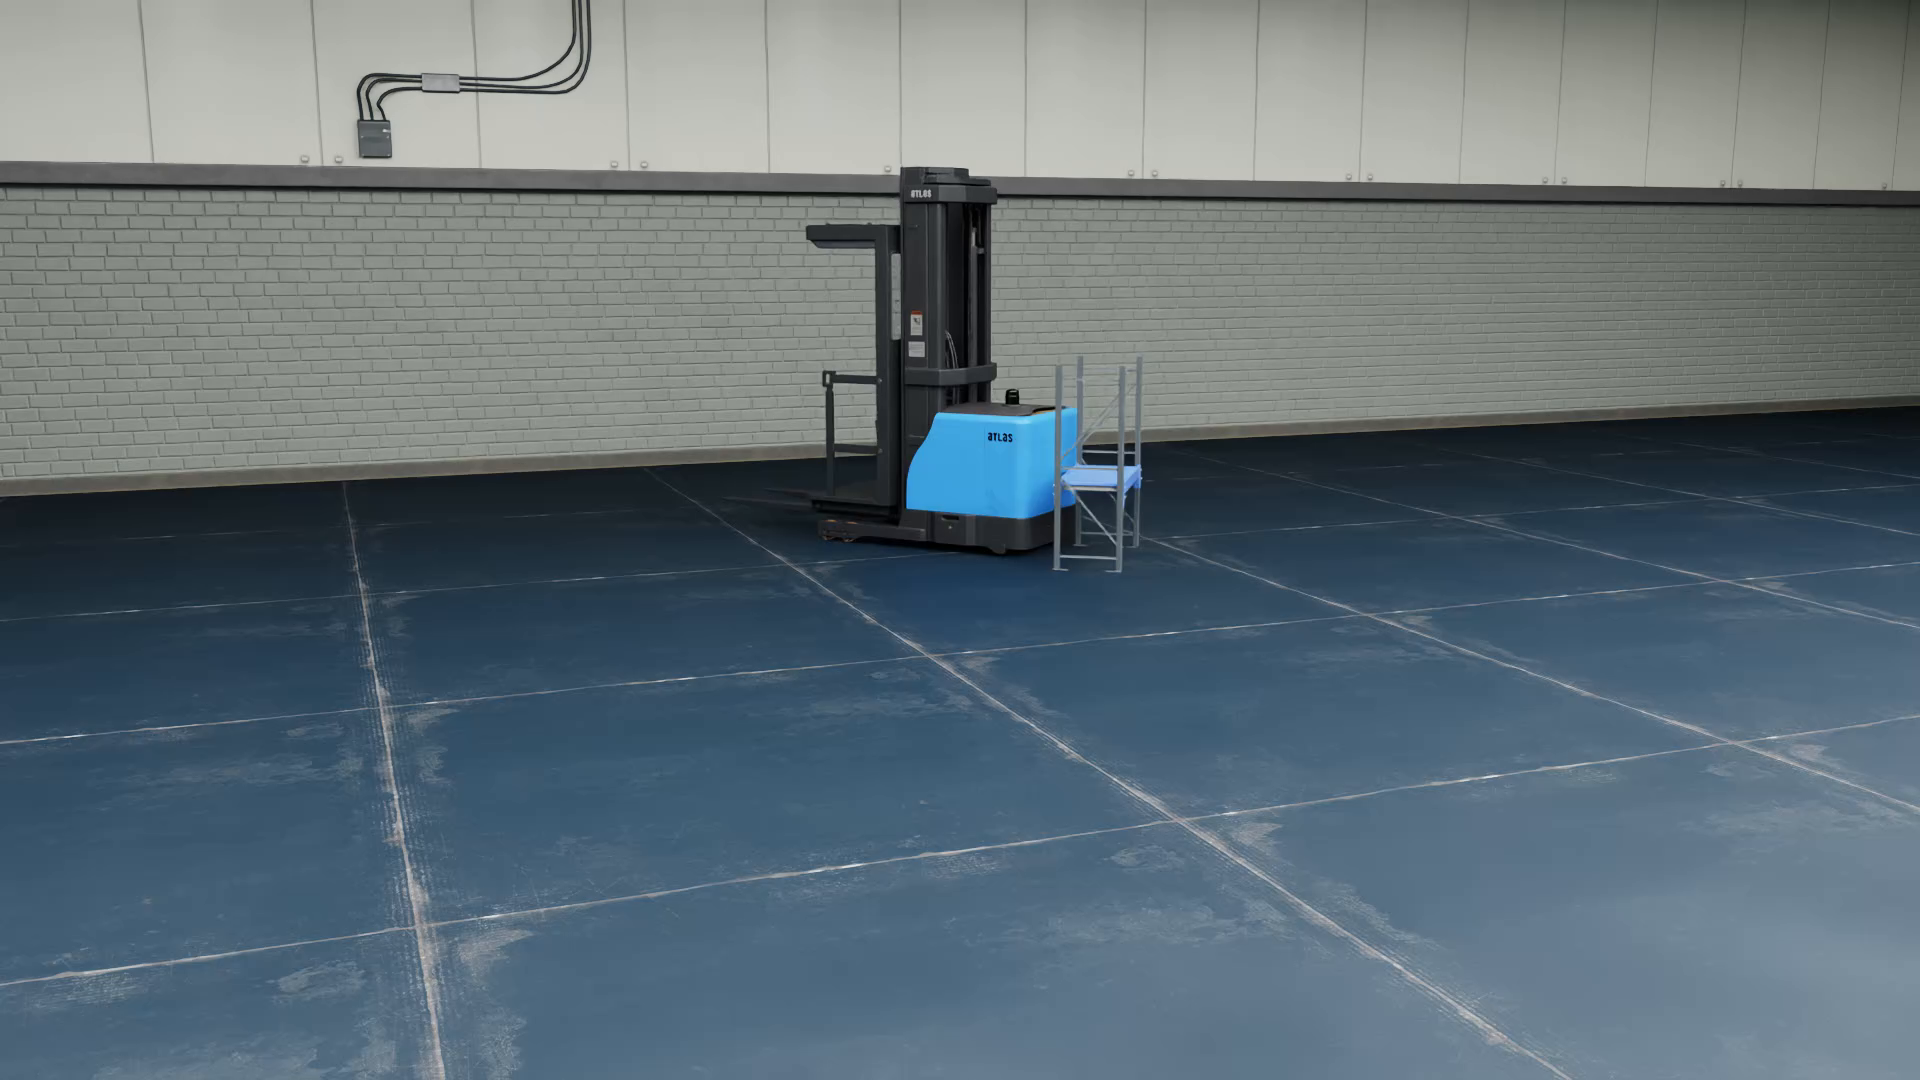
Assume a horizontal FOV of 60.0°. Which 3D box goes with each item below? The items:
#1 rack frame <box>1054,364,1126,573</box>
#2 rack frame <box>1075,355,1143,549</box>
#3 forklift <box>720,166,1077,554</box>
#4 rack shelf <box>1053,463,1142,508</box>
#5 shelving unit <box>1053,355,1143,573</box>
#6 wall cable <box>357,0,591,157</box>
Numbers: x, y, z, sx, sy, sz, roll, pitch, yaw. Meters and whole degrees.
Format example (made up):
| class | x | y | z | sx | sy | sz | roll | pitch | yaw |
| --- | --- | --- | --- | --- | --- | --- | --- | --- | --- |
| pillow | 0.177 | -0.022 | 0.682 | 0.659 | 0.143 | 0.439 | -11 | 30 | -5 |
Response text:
| class | x | y | z | sx | sy | sz | roll | pitch | yaw |
| --- | --- | --- | --- | --- | --- | --- | --- | --- | --- |
| rack frame | 0.933 | -0.510 | 12.004 | 0.500 | 1.500 | 0.032 | 2 | 10 | 13 |
| rack frame | 1.160 | -0.683 | 12.980 | 0.500 | 1.500 | 0.032 | 2 | 10 | 13 |
| forklift | -0.564 | -1.499 | 13.476 | 3.031 | 2.935 | 1.130 | 6 | 12 | 29 |
| rack shelf | 1.046 | -0.420 | 12.524 | 0.538 | 0.185 | 1.000 | 2 | 10 | 13 |
| shelving unit | 1.046 | -0.597 | 12.492 | 0.538 | 1.500 | 1.048 | 2 | 10 | 13 |
| wall cable | -4.821 | -6.795 | 16.212 | 2.305 | 6.003 | 0.169 | -4 | 11 | -21 |
